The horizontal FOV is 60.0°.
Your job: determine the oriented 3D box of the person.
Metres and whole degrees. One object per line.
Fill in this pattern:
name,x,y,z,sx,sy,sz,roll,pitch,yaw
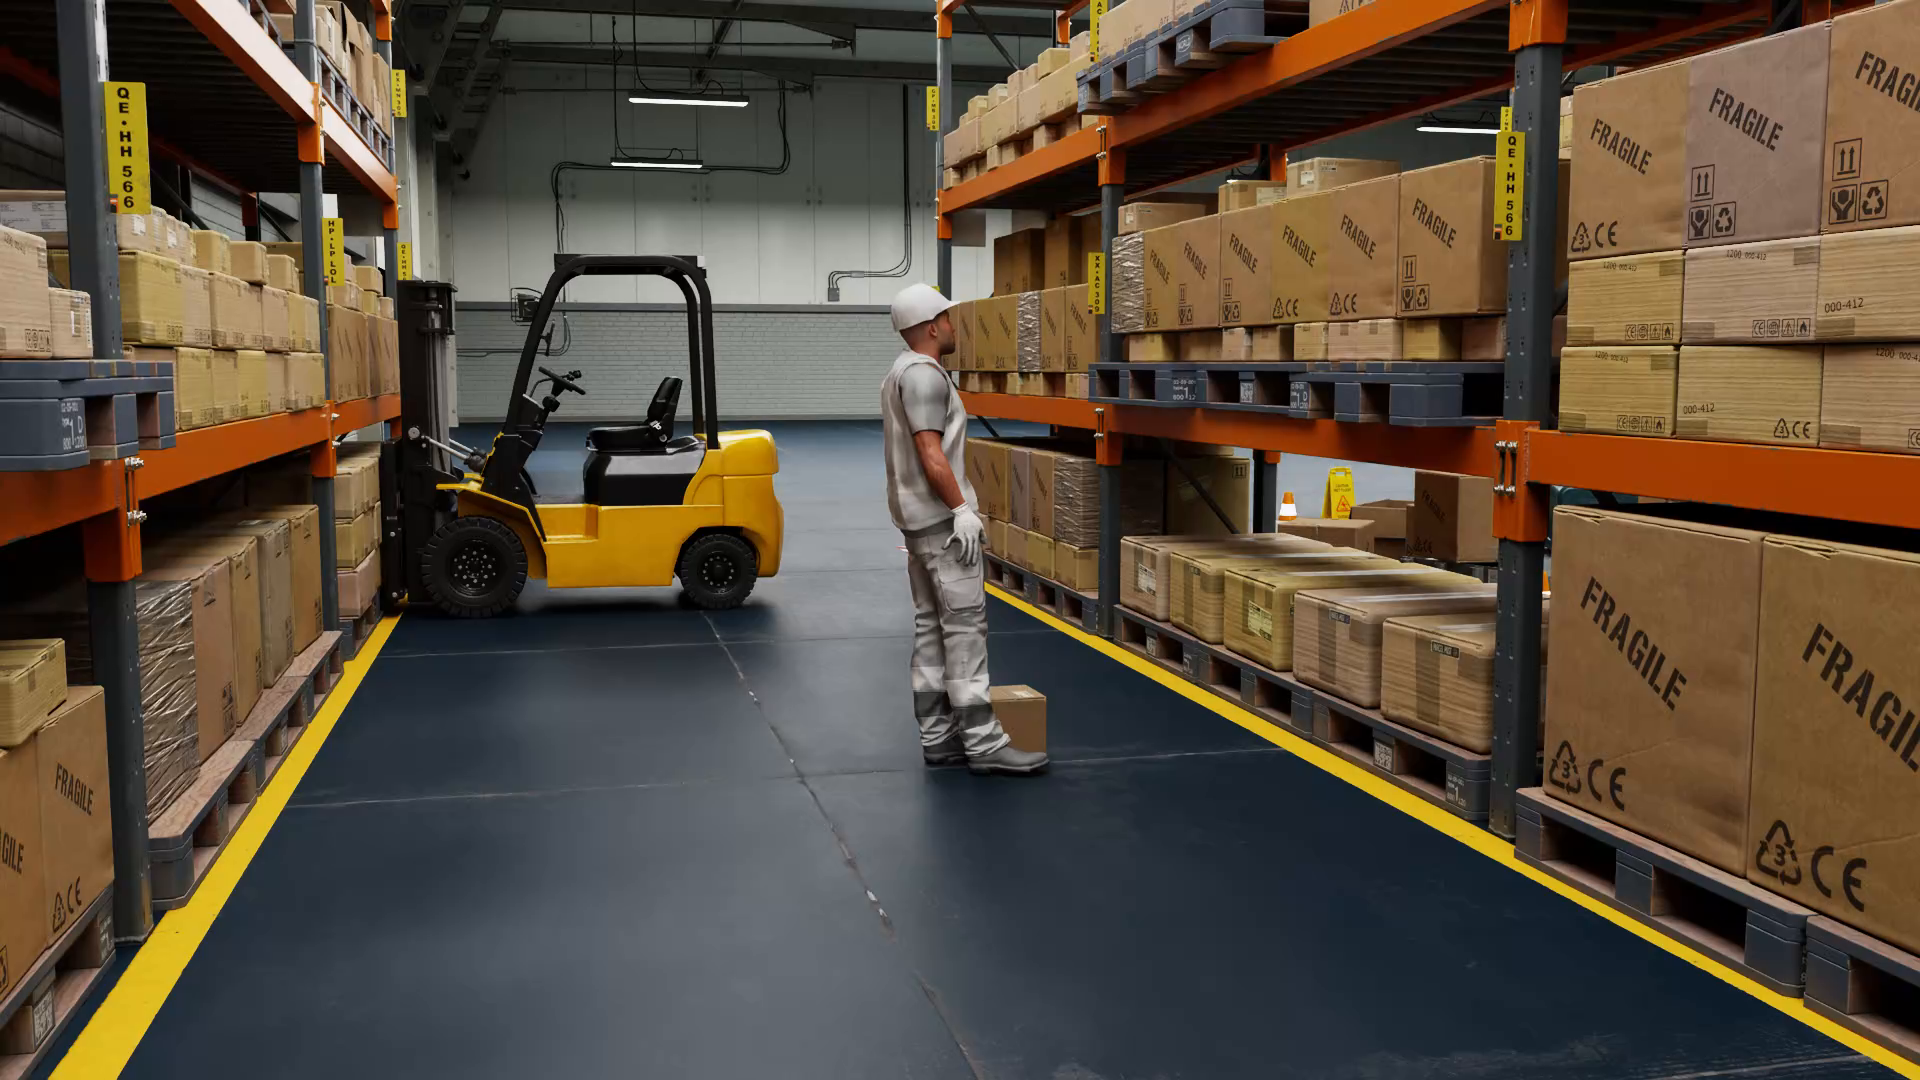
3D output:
person,-0.004,-0.057,6.225,0.562,1.790,0.637,-1,6,-14
